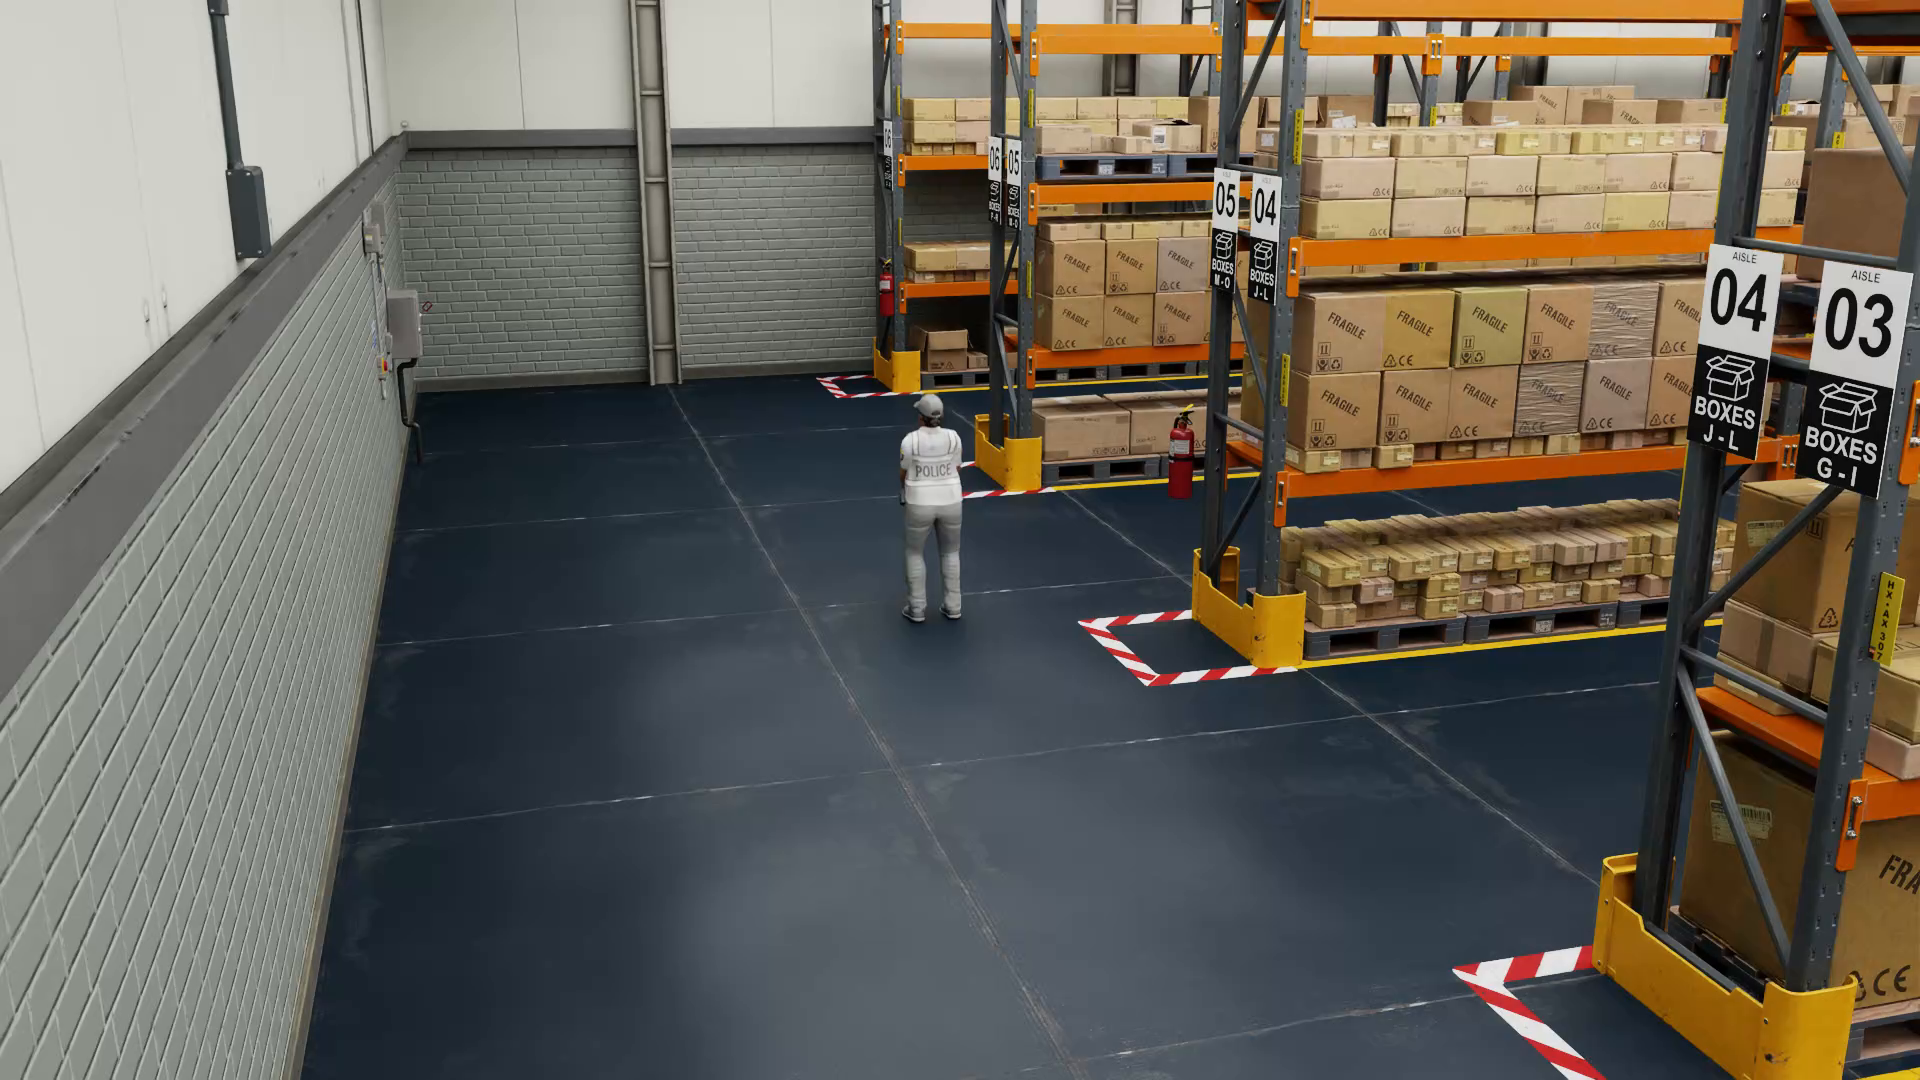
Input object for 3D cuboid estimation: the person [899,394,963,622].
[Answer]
[{"bbox_3d":[-0.223,-0.252,11.920,0.454,1.655,0.535,-4,17,-14],"label":"person"}]
